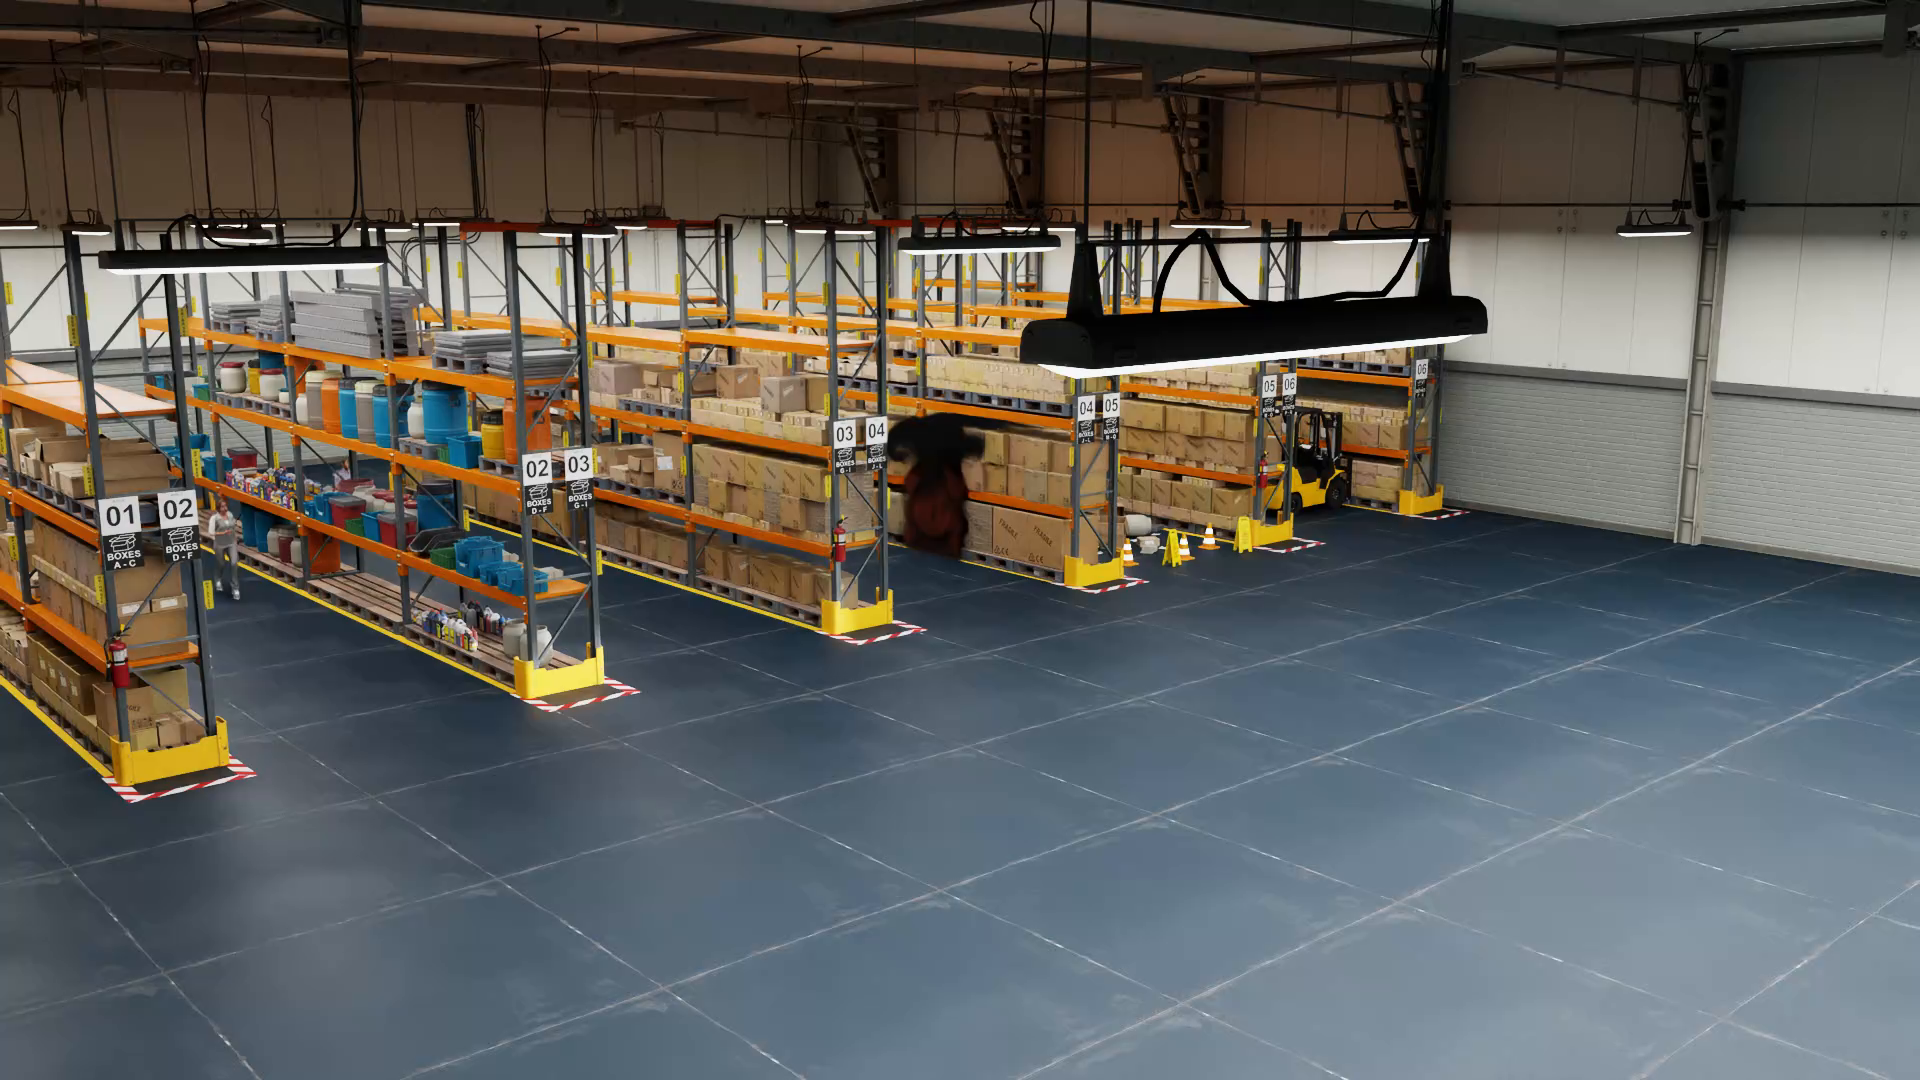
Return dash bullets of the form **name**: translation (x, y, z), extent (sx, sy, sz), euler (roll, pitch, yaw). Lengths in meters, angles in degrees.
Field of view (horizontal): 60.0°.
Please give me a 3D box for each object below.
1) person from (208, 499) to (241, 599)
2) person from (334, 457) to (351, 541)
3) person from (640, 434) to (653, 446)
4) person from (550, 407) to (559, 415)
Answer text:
- **person**: translation (-12.010, 0.115, 27.130), extent (0.510, 1.609, 0.861), euler (-10, 15, -40)
- **person**: translation (-11.542, -0.729, 31.322), extent (0.843, 1.708, 0.565), euler (9, 14, 37)
- **person**: translation (-7.678, -2.757, 41.447), extent (0.750, 1.651, 0.572), euler (-2, 12, -11)
- **person**: translation (-9.963, -2.555, 40.045), extent (0.684, 1.771, 0.742), euler (-4, 12, -20)
